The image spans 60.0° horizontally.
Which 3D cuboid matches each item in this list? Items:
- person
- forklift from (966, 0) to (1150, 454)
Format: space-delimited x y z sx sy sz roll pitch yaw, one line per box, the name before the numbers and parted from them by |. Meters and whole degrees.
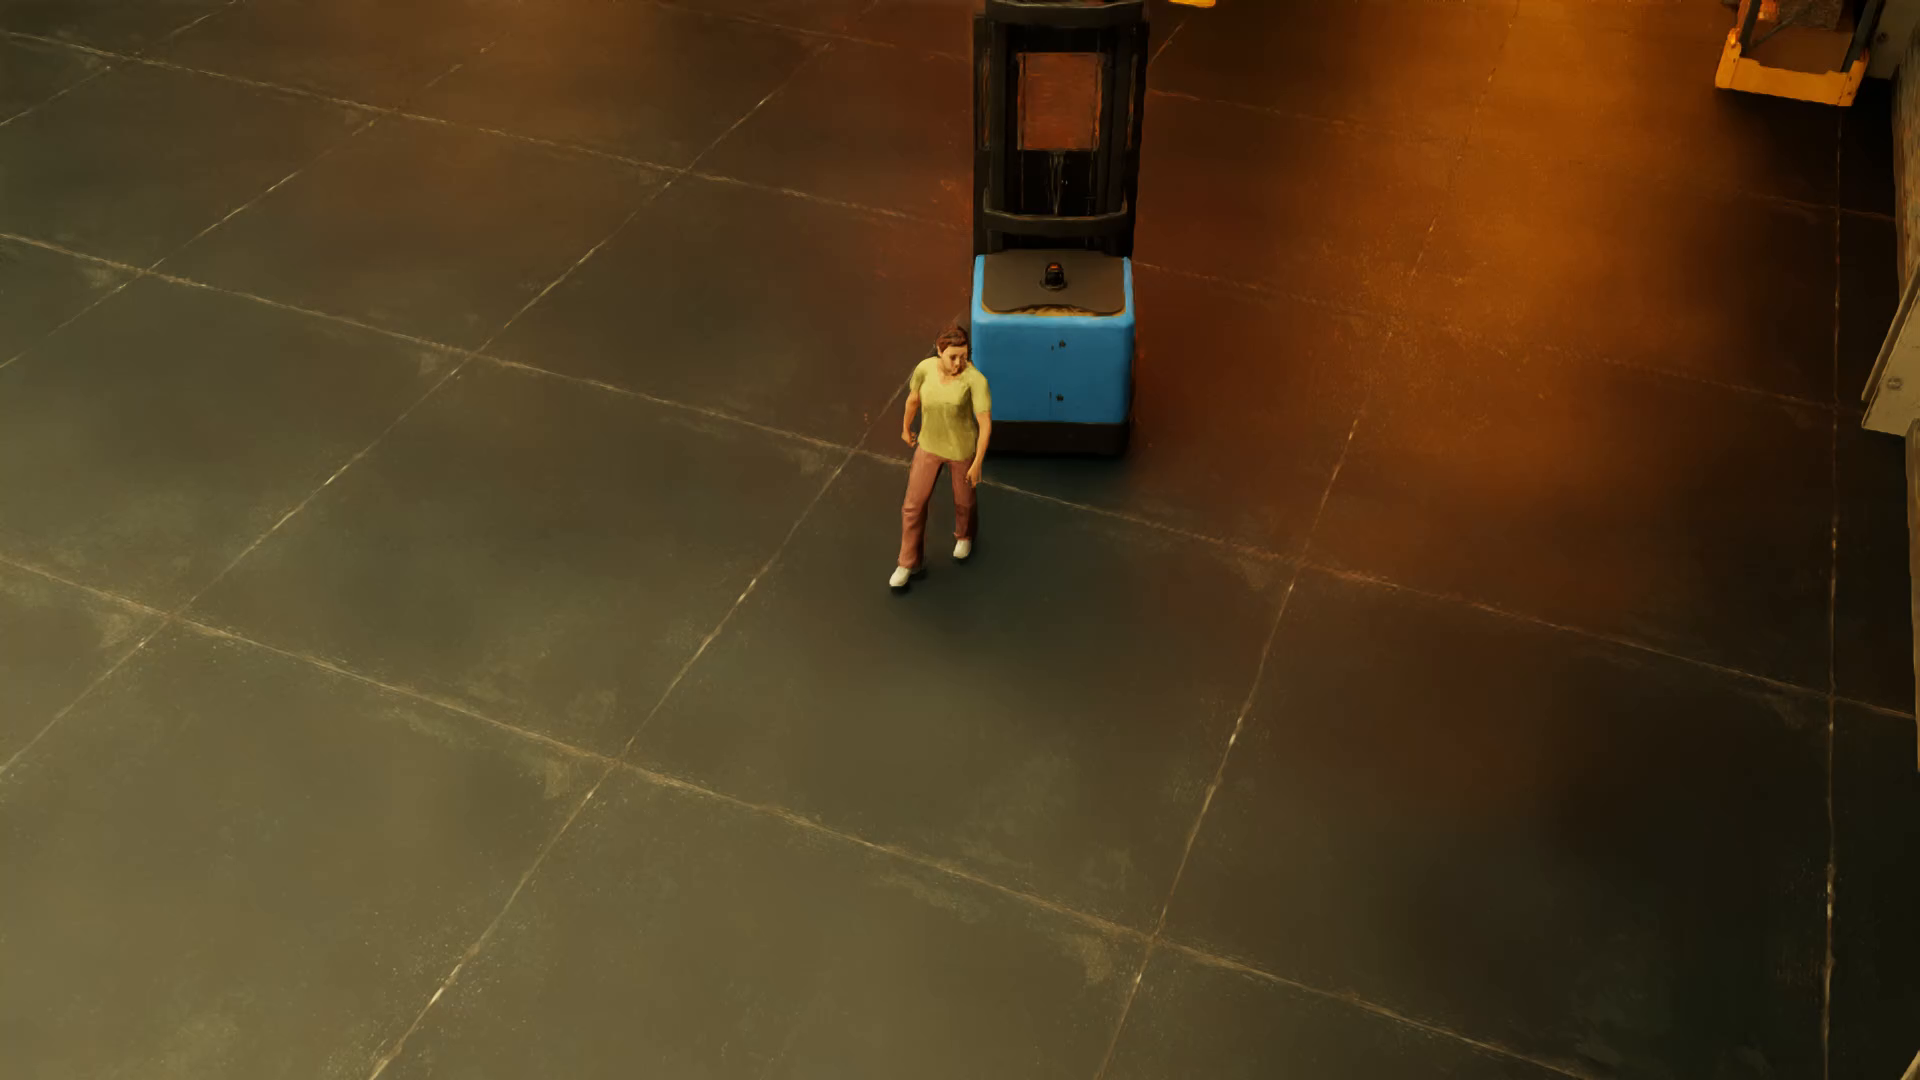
person | -0.108 -0.479 9.605 0.586 1.619 0.713 11 41 13
forklift | 0.639 -2.614 11.129 1.130 2.935 3.031 2 40 2
